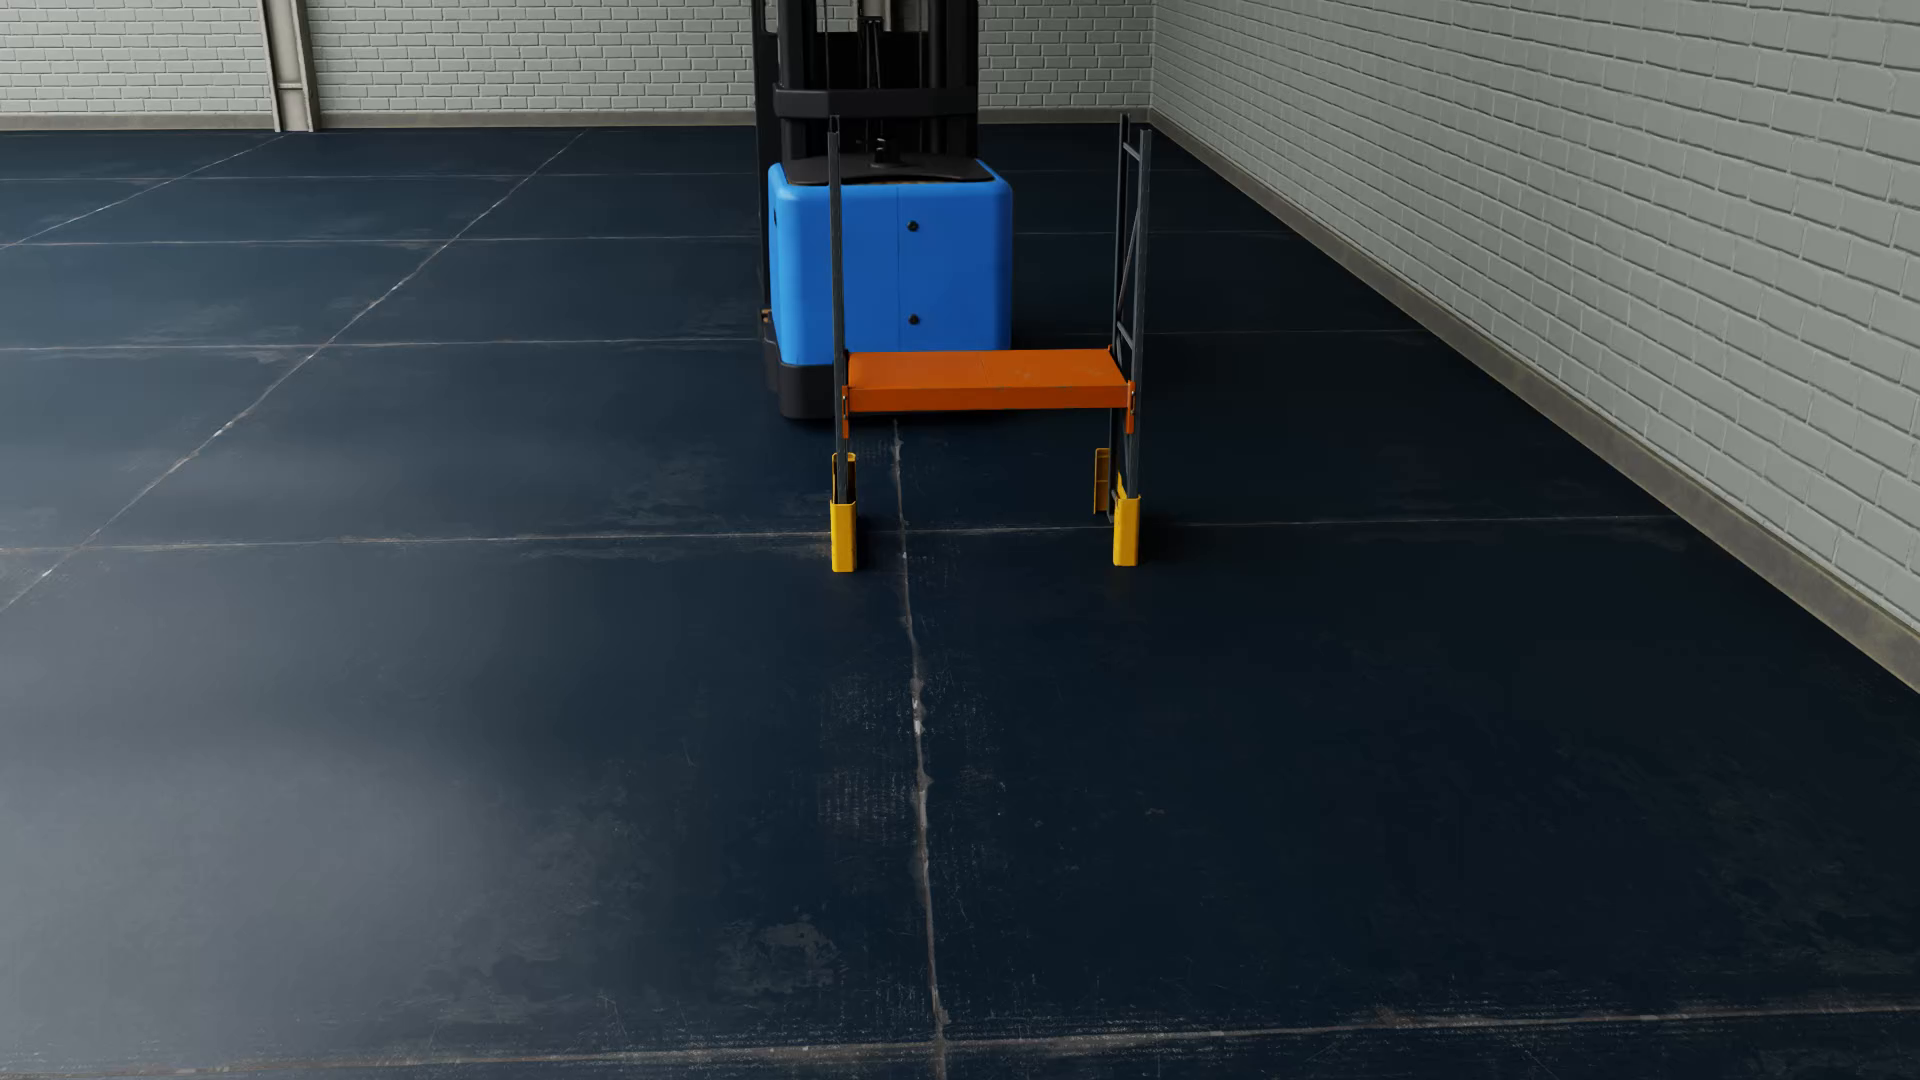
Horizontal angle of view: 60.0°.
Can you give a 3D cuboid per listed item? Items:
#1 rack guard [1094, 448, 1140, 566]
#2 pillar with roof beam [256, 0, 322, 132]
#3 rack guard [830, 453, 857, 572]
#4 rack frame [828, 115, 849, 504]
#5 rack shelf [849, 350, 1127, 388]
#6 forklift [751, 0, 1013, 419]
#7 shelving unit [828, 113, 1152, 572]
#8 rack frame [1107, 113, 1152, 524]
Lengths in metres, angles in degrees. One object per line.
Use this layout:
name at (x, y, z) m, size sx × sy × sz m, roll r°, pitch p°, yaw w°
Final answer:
rack guard at (0.573, -0.128, 6.107) m, size 0.087 × 0.250 × 0.587 m, roll -1°, pitch 21°, yaw -3°
pillar with roof beam at (-6.662, -6.963, 11.761) m, size 0.400 × 9.000 × 9.100 m, roll -1°, pitch 21°, yaw -3°
rack guard at (-0.421, -0.108, 6.054) m, size 0.087 × 0.250 × 0.587 m, roll -1°, pitch 21°, yaw -3°
rack frame at (-0.422, -0.692, 5.832) m, size 0.032 × 1.500 × 0.500 m, roll -1°, pitch 21°, yaw -3°
rack shelf at (0.085, -0.597, 5.899) m, size 0.952 × 0.026 × 0.459 m, roll -1°, pitch 21°, yaw -3°
forklift at (-15.294, -3.355, 10.812) m, size 29.544 × 2.935 × 12.953 m, roll -3°, pitch 21°, yaw -8°
shelving unit at (0.076, -0.702, 5.858) m, size 1.083 × 1.500 × 0.587 m, roll -1°, pitch 21°, yaw -3°
rack frame at (0.593, -0.713, 5.886) m, size 0.032 × 1.500 × 0.500 m, roll -1°, pitch 21°, yaw -3°
